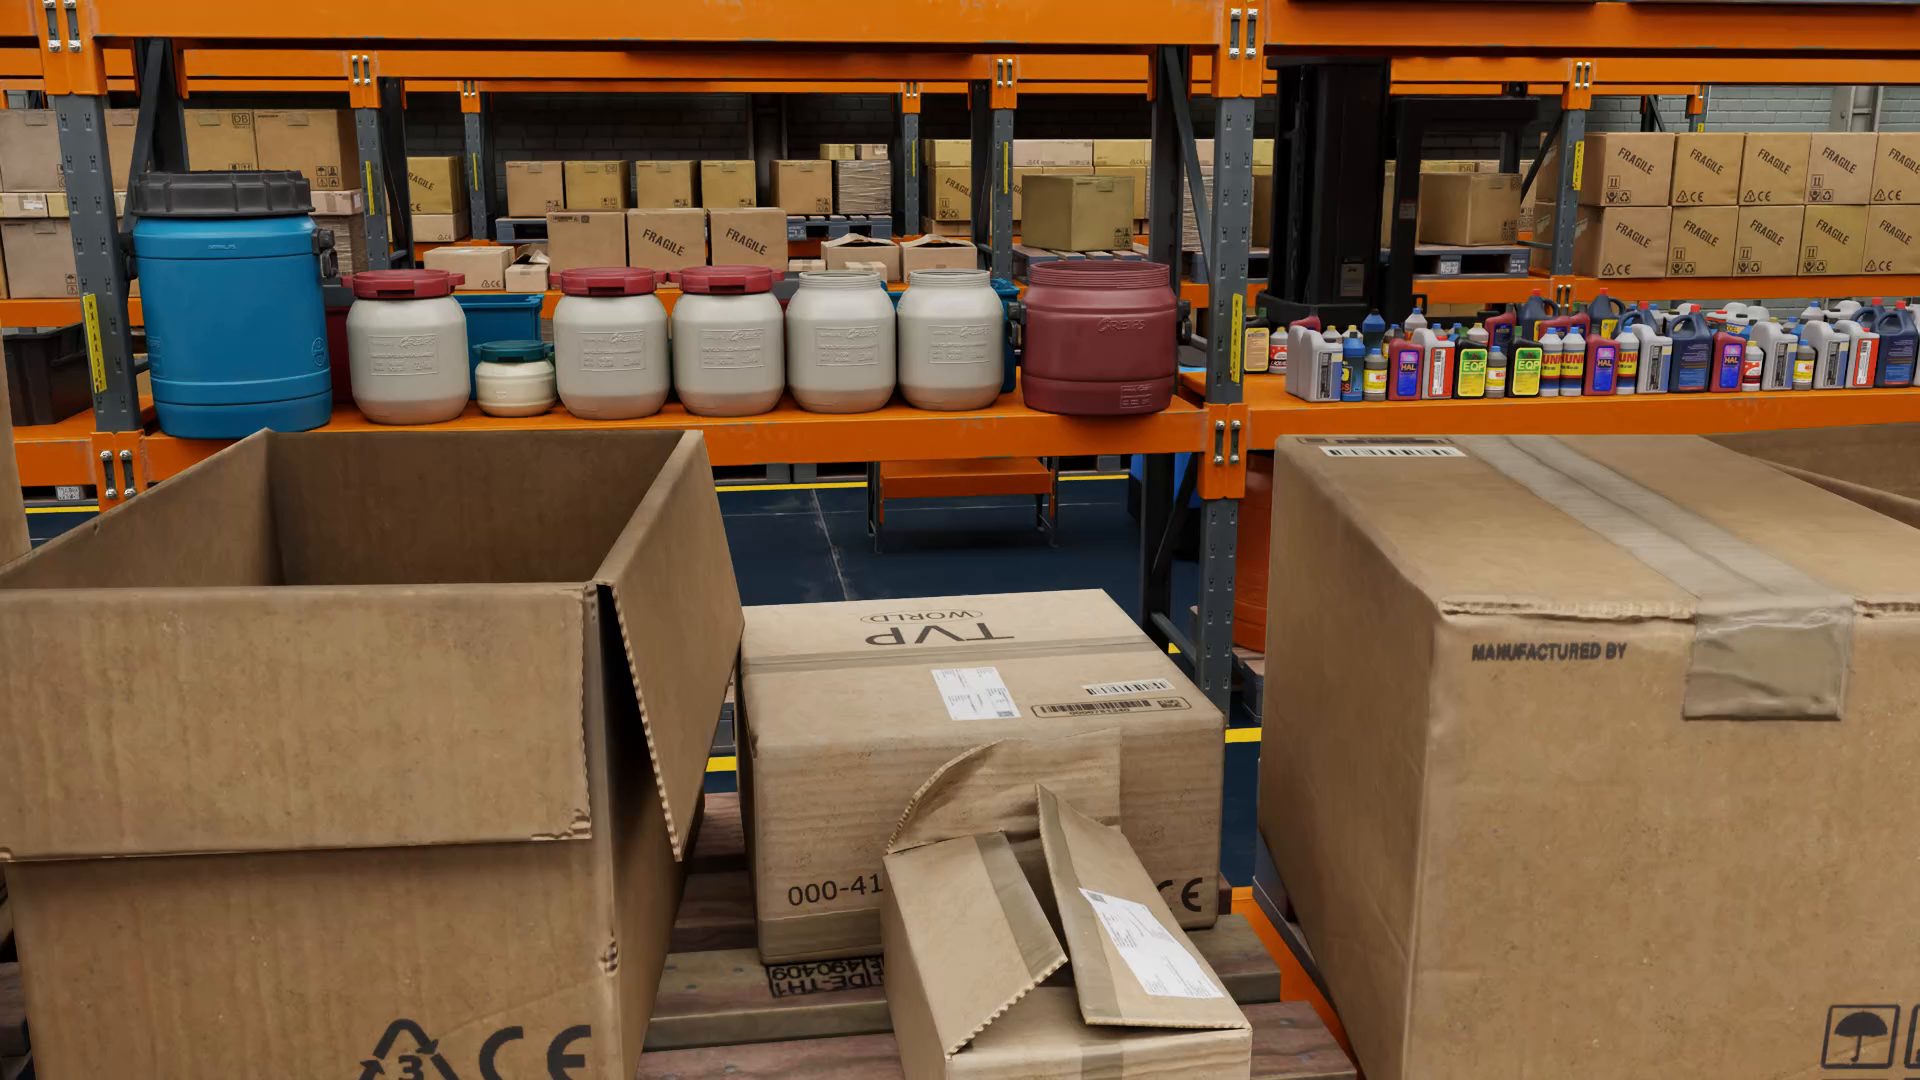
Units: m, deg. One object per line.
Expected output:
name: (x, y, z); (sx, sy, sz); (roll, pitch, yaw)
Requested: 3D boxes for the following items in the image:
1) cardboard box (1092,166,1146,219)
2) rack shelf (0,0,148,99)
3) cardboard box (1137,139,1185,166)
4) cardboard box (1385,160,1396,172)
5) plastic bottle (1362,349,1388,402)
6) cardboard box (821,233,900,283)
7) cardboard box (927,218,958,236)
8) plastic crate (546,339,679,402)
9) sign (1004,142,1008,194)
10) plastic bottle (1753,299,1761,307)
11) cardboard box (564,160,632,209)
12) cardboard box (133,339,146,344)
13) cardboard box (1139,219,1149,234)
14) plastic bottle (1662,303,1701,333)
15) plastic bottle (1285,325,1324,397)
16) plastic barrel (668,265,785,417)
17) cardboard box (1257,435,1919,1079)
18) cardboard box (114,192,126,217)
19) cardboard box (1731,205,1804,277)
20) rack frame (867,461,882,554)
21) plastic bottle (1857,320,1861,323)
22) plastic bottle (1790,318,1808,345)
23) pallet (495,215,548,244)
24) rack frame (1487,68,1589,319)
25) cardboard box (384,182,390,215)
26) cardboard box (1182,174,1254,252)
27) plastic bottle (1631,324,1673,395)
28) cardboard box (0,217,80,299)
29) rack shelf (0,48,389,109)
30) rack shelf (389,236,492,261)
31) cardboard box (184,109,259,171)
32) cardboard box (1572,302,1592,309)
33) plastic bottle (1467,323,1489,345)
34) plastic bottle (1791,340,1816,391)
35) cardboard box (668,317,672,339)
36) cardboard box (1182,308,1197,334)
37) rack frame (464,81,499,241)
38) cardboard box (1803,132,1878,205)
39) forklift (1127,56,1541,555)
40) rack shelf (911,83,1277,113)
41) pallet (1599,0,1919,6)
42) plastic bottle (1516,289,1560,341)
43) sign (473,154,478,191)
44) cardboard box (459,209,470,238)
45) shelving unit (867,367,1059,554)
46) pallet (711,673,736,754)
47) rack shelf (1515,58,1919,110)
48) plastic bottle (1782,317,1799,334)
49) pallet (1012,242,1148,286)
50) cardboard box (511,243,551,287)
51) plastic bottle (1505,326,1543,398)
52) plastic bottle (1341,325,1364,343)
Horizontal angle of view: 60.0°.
cardboard box: (1.514, -3.407, 16.284); (0.500, 0.500, 0.500); (-2, 14, -7)
rack shelf: (-4.986, -1.699, 5.643); (4.000, 0.370, 1.077); (-2, 14, -8)
cardboard box: (1.992, -3.792, 16.275); (0.500, 0.250, 0.500); (-2, 14, -7)
cardboard box: (3.966, -3.500, 16.894); (0.700, 0.700, 0.980); (-2, 14, -7)
plastic bottle: (1.638, -0.653, 6.569); (0.097, 0.201, 0.097); (0, 14, 0)
cardboard box: (-0.700, -1.973, 11.607); (0.500, 0.311, 0.500); (-2, 14, -9)
cardboard box: (-0.169, -3.038, 16.144); (0.250, 0.149, 0.380); (-2, 14, -9)
plastic crate: (-1.328, -0.694, 6.758); (0.662, 0.188, 0.450); (-2, 14, -8)
sign: (0.299, -2.430, 10.867); (0.005, 0.325, 0.100); (-2, 14, -8)
plastic bottle: (3.598, -0.956, 7.608); (0.133, 0.283, 0.061); (-2, 14, -8)
cardboard box: (-3.422, -3.339, 15.761); (0.500, 0.500, 0.700); (-1, 14, -3)
cardboard box: (-5.236, -1.113, 11.242); (0.500, 0.500, 0.500); (-2, 14, -8)
cardboard box: (1.872, -3.111, 16.434); (0.250, 0.149, 0.380); (-2, 14, -10)
plastic bottle: (3.243, -0.928, 7.512); (0.135, 0.276, 0.152); (-2, 14, -8)
plastic bottle: (1.401, -0.725, 6.701); (0.135, 0.276, 0.152); (-2, 14, -8)
plastic barrel: (-0.876, -0.756, 6.290); (0.433, 0.535, 0.433); (0, 14, 0)
cardboard box: (0.620, 0.202, 1.681); (0.500, 0.500, 0.700); (0, 14, 0)
cardboard box: (-5.235, -2.113, 10.443); (0.250, 0.149, 0.380); (-2, 14, -7)
cardboard box: (5.714, -2.186, 12.065); (0.500, 0.500, 0.500); (-2, 14, -9)
rack frame: (-0.496, -0.527, 9.513); (0.032, 1.125, 0.500); (-2, 14, -8)
plastic bottle: (4.063, -0.892, 7.519); (0.097, 0.201, 0.097); (0, 14, 0)
plastic bottle: (3.531, -0.794, 6.986); (0.097, 0.271, 0.097); (0, 14, 0)
pallet: (-3.707, -2.948, 15.706); (1.213, 0.211, 1.003); (-2, 14, -8)
rack frame: (4.168, -2.147, 12.117); (0.127, 3.000, 1.000); (-2, 14, -8)
cardboard box: (-5.398, -3.238, 15.194); (0.500, 0.500, 0.500); (-2, 14, -9)
cardboard box: (1.752, -2.292, 11.624); (0.500, 0.500, 0.700); (1, 14, 2)
plastic bottle: (2.795, -0.739, 6.756); (0.135, 0.276, 0.152); (-2, 14, -8)
cardboard box: (-5.704, -1.831, 10.653); (0.500, 0.500, 0.700); (-2, 14, -7)
rack shelf: (-5.720, -2.891, 10.395); (4.000, 0.370, 1.077); (-2, 14, -8)
rack shelf: (-6.462, -2.627, 15.511); (4.000, 0.370, 1.077); (-2, 14, -8)
cardboard box: (-4.680, -2.499, 10.647); (0.500, 0.500, 0.700); (-2, 14, -8)
cardboard box: (6.210, -2.407, 17.430); (0.500, 0.500, 0.700); (-2, 14, -8)
plastic bottle: (2.303, -0.864, 7.411); (0.097, 0.201, 0.097); (0, 14, 0)
plastic bottle: (3.457, -0.720, 6.835); (0.097, 0.201, 0.097); (0, 14, 0)
cardboard box: (-2.745, -2.120, 16.243); (0.500, 0.500, 0.700); (-2, 14, -8)
cardboard box: (1.925, -2.412, 16.729); (0.750, 0.750, 0.750); (-2, 14, -7)
rack frame: (-4.484, -3.049, 15.712); (0.127, 3.000, 1.000); (-2, 14, -8)
cardboard box: (6.205, -2.686, 12.006); (0.500, 0.500, 0.500); (-2, 14, -7)
forklift: (2.576, -1.467, 9.548); (3.031, 2.935, 1.130); (-2, 14, -7)
rack shelf: (1.449, -4.372, 16.302); (4.000, 0.370, 1.077); (-2, 14, -8)
pallet: (3.021, -2.225, 6.650); (1.213, 0.211, 1.003); (-2, 14, -8)
plastic bottle: (2.577, -0.941, 7.410); (0.185, 0.351, 0.144); (-2, 14, -8)
sign: (-4.396, -3.338, 15.087); (0.005, 0.325, 0.100); (-2, 14, -8)
cardboard box: (-4.981, -3.020, 15.866); (0.500, 0.250, 0.500); (-2, 14, -8)
shelving unit: (0.007, -0.546, 9.586); (1.048, 1.125, 0.538); (-2, 14, -8)
pallet: (-1.028, 0.604, 6.879); (1.213, 0.211, 1.003); (-2, 14, -8)
rack shelf: (6.146, -3.326, 12.129); (4.000, 0.370, 1.077); (-2, 14, -8)
plastic bottle: (3.811, -0.920, 7.631); (0.097, 0.201, 0.097); (0, 14, 0)
pallet: (0.873, -1.951, 11.728); (1.003, 0.211, 1.213); (-2, 14, -8)
cardboard box: (-2.900, -1.868, 11.281); (0.258, 0.266, 0.396); (-2, 14, -10)
plastic bottle: (2.248, -0.711, 6.630); (0.133, 0.283, 0.061); (-2, 14, -8)
plastic bottle: (1.725, -0.843, 7.326); (0.097, 0.201, 0.097); (0, 14, 0)
